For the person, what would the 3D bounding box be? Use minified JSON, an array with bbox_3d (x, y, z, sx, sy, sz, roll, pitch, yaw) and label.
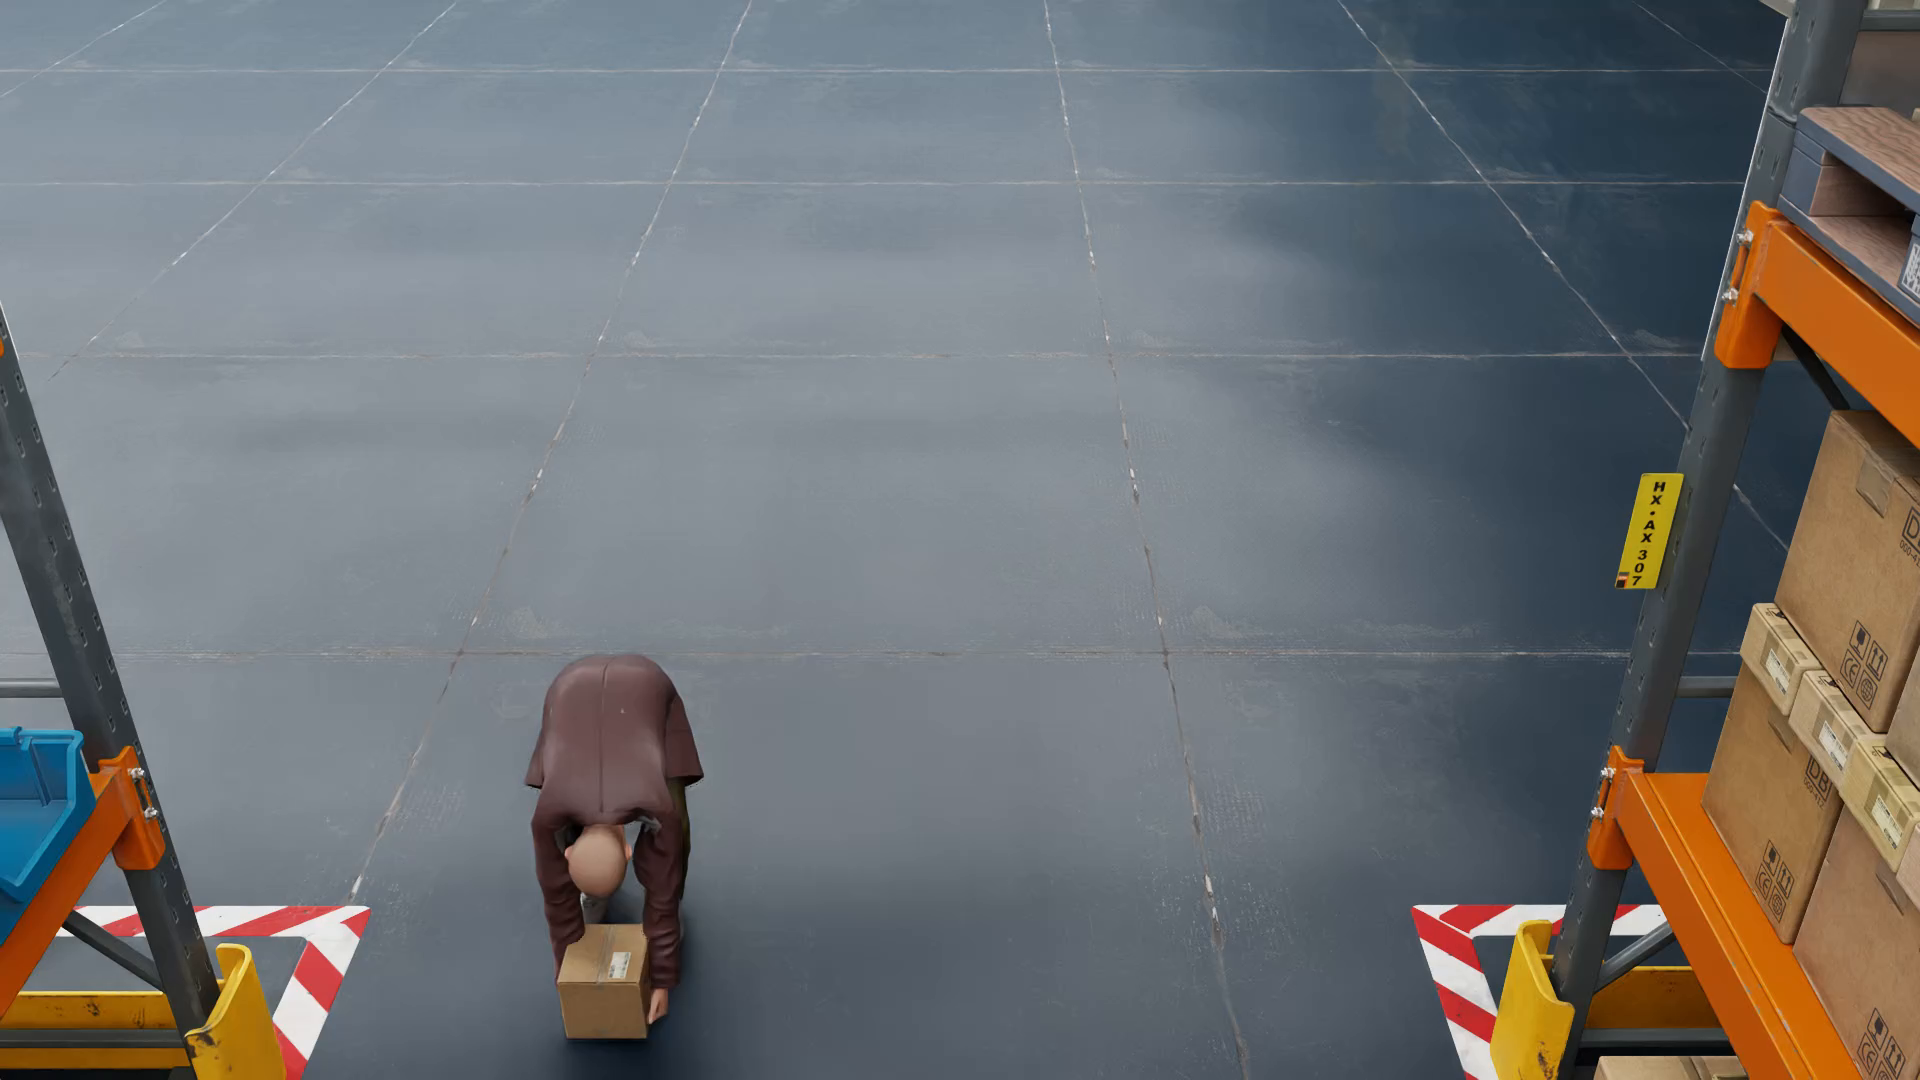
[{"bbox_3d":[-1.121,0.938,5.361,0.585,0.981,0.942,-2,31,-3],"label":"person"}]
